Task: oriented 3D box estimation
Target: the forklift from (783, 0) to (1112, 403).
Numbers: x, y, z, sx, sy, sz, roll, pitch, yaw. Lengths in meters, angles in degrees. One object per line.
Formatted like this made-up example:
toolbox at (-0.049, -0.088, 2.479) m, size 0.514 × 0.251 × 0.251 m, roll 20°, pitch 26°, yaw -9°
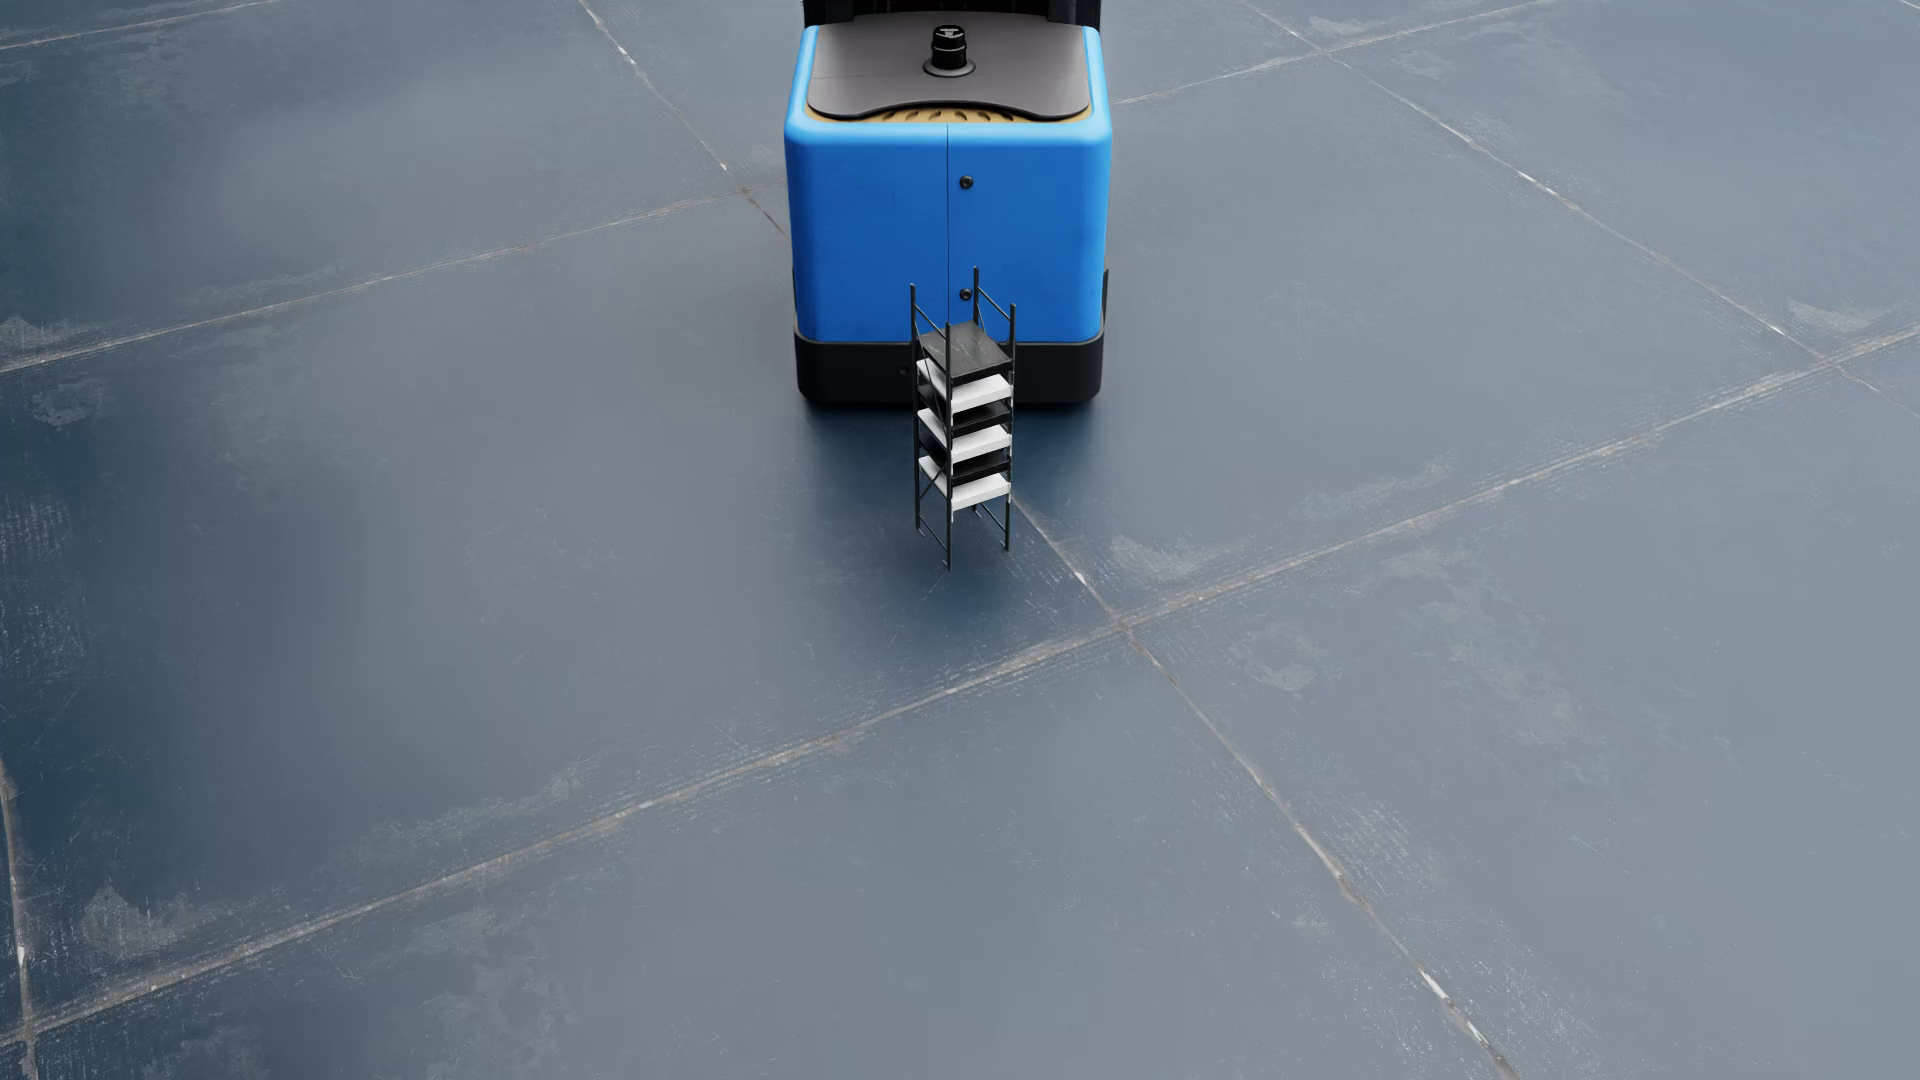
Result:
forklift at (-0.027, -2.511, 5.948) m, size 1.130 × 2.935 × 3.031 m, roll 0°, pitch 40°, yaw 0°

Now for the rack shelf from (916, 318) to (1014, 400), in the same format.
rack shelf at (0.007, -0.527, 4.809) m, size 0.200 × 0.077 × 0.258 m, roll -19°, pitch 44°, yaw -21°

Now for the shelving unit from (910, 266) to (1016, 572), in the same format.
shelving unit at (0.007, -0.346, 4.962) m, size 0.210 × 0.900 × 0.258 m, roll -19°, pitch 44°, yaw -21°

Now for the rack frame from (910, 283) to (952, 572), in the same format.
rack frame at (-0.083, -0.316, 4.926) m, size 0.006 × 0.900 × 0.240 m, roll -19°, pitch 44°, yaw -21°

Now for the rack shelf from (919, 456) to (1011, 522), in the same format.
rack shelf at (0.007, -0.183, 5.100) m, size 0.200 × 0.077 × 0.258 m, roll -19°, pitch 44°, yaw -21°

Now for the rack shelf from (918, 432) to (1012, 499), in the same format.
rack shelf at (0.007, -0.252, 5.042) m, size 0.200 × 0.077 × 0.258 m, roll -19°, pitch 44°, yaw -21°

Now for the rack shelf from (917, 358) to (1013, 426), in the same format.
rack shelf at (0.007, -0.458, 4.867) m, size 0.200 × 0.077 × 0.258 m, roll -19°, pitch 44°, yaw -21°

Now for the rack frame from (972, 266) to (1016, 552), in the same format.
rack frame at (0.097, -0.376, 4.998) m, size 0.006 × 0.900 × 0.240 m, roll -19°, pitch 44°, yaw -21°

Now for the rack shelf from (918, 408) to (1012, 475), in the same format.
rack shelf at (0.007, -0.320, 4.984) m, size 0.200 × 0.077 × 0.258 m, roll -19°, pitch 44°, yaw -21°

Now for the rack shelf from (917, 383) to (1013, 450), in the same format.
rack shelf at (0.007, -0.389, 4.925) m, size 0.200 × 0.077 × 0.258 m, roll -19°, pitch 44°, yaw -21°
